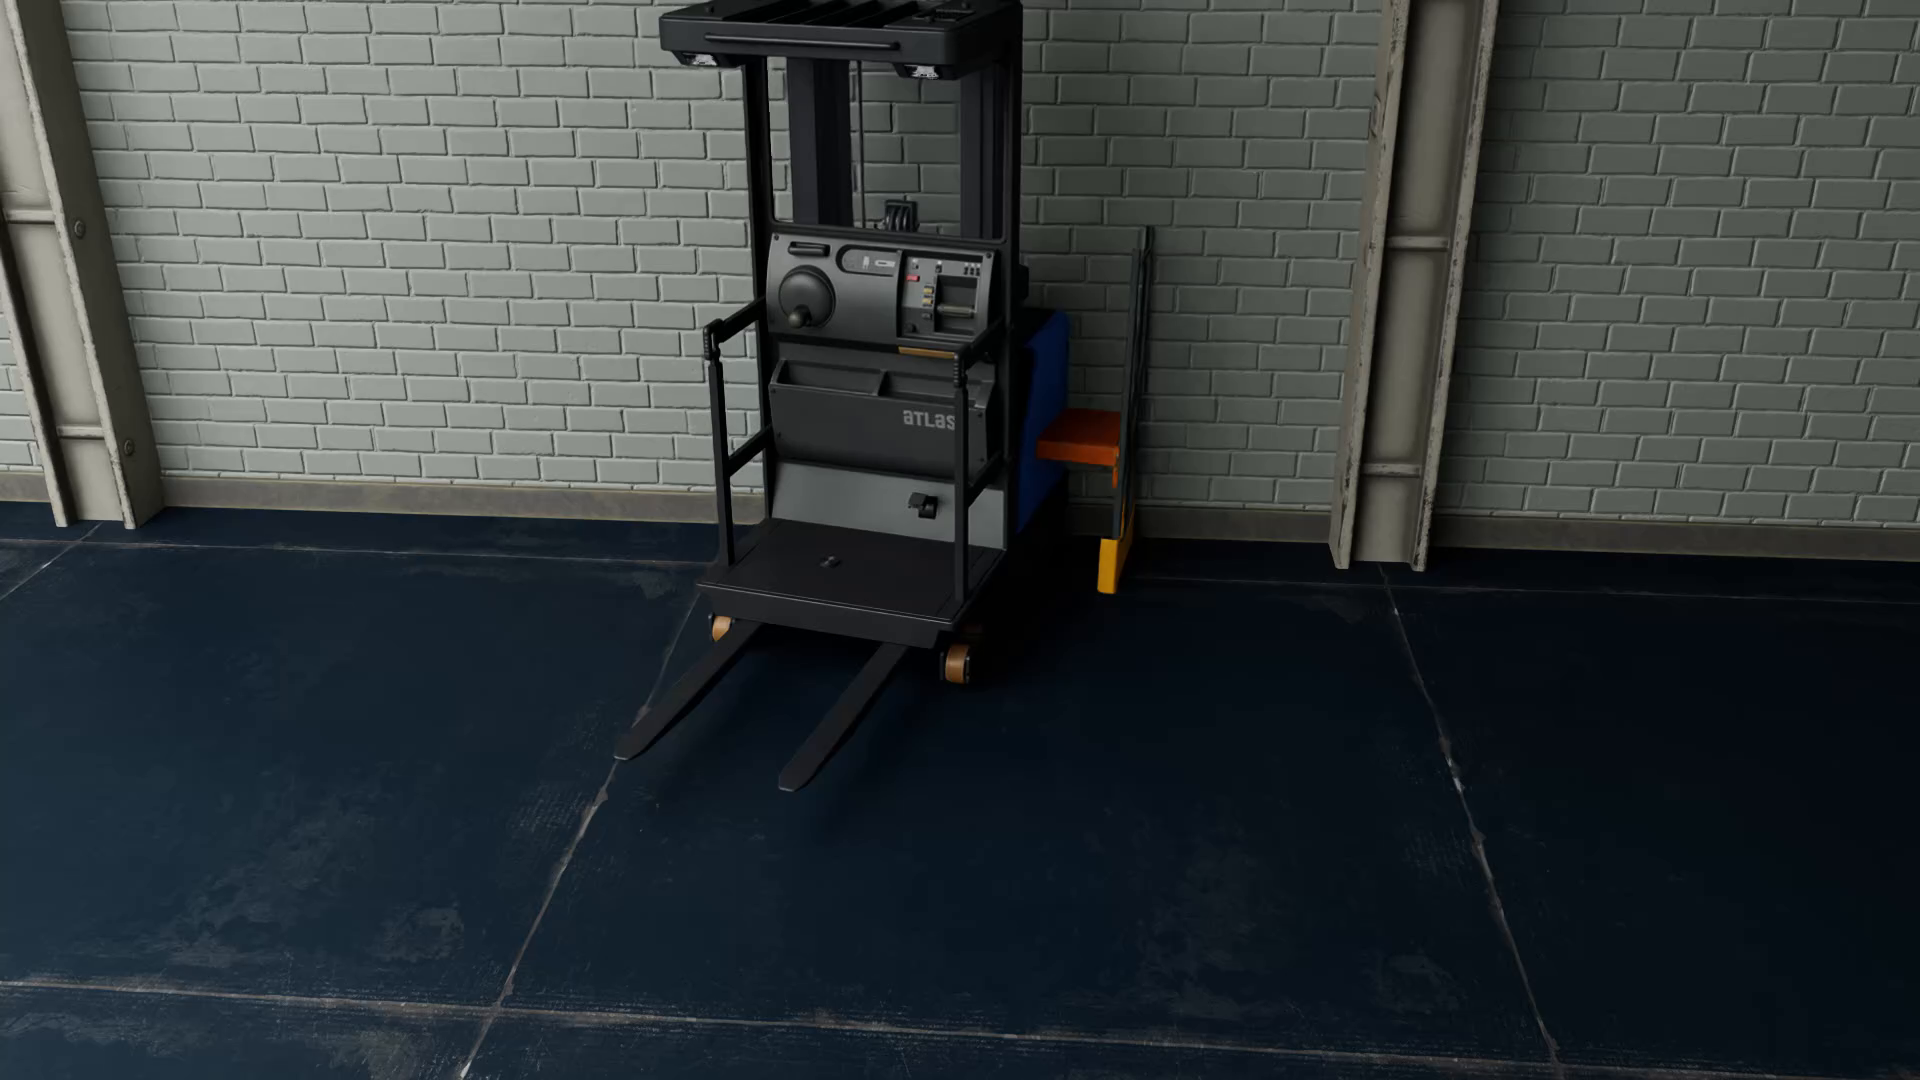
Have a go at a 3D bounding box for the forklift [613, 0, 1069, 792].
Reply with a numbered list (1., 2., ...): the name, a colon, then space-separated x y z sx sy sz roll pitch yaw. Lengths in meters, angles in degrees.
1. forklift: -0.382 -0.953 6.314 1.130 2.935 3.031 8 26 17

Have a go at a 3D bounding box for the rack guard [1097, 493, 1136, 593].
1. rack guard: 0.704 0.007 7.464 0.087 0.250 0.587 7 23 11

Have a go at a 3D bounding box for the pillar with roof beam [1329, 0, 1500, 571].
1. pillar with roof beam: 1.571 -2.224 1.818 0.400 9.000 9.100 2 25 4

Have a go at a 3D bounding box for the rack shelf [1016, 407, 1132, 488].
1. rack shelf: 0.242 -0.459 7.389 1.000 0.185 0.538 7 23 11

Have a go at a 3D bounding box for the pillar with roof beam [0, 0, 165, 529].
1. pillar with roof beam: -4.411 -2.416 2.235 0.400 9.000 9.100 2 25 4

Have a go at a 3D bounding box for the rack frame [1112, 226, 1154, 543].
1. rack frame: 0.743 -0.568 7.221 0.032 1.500 0.500 7 23 11

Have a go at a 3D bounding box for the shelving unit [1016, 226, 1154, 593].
1. shelving unit: 0.239 -0.627 7.322 1.083 1.500 0.587 7 23 11
